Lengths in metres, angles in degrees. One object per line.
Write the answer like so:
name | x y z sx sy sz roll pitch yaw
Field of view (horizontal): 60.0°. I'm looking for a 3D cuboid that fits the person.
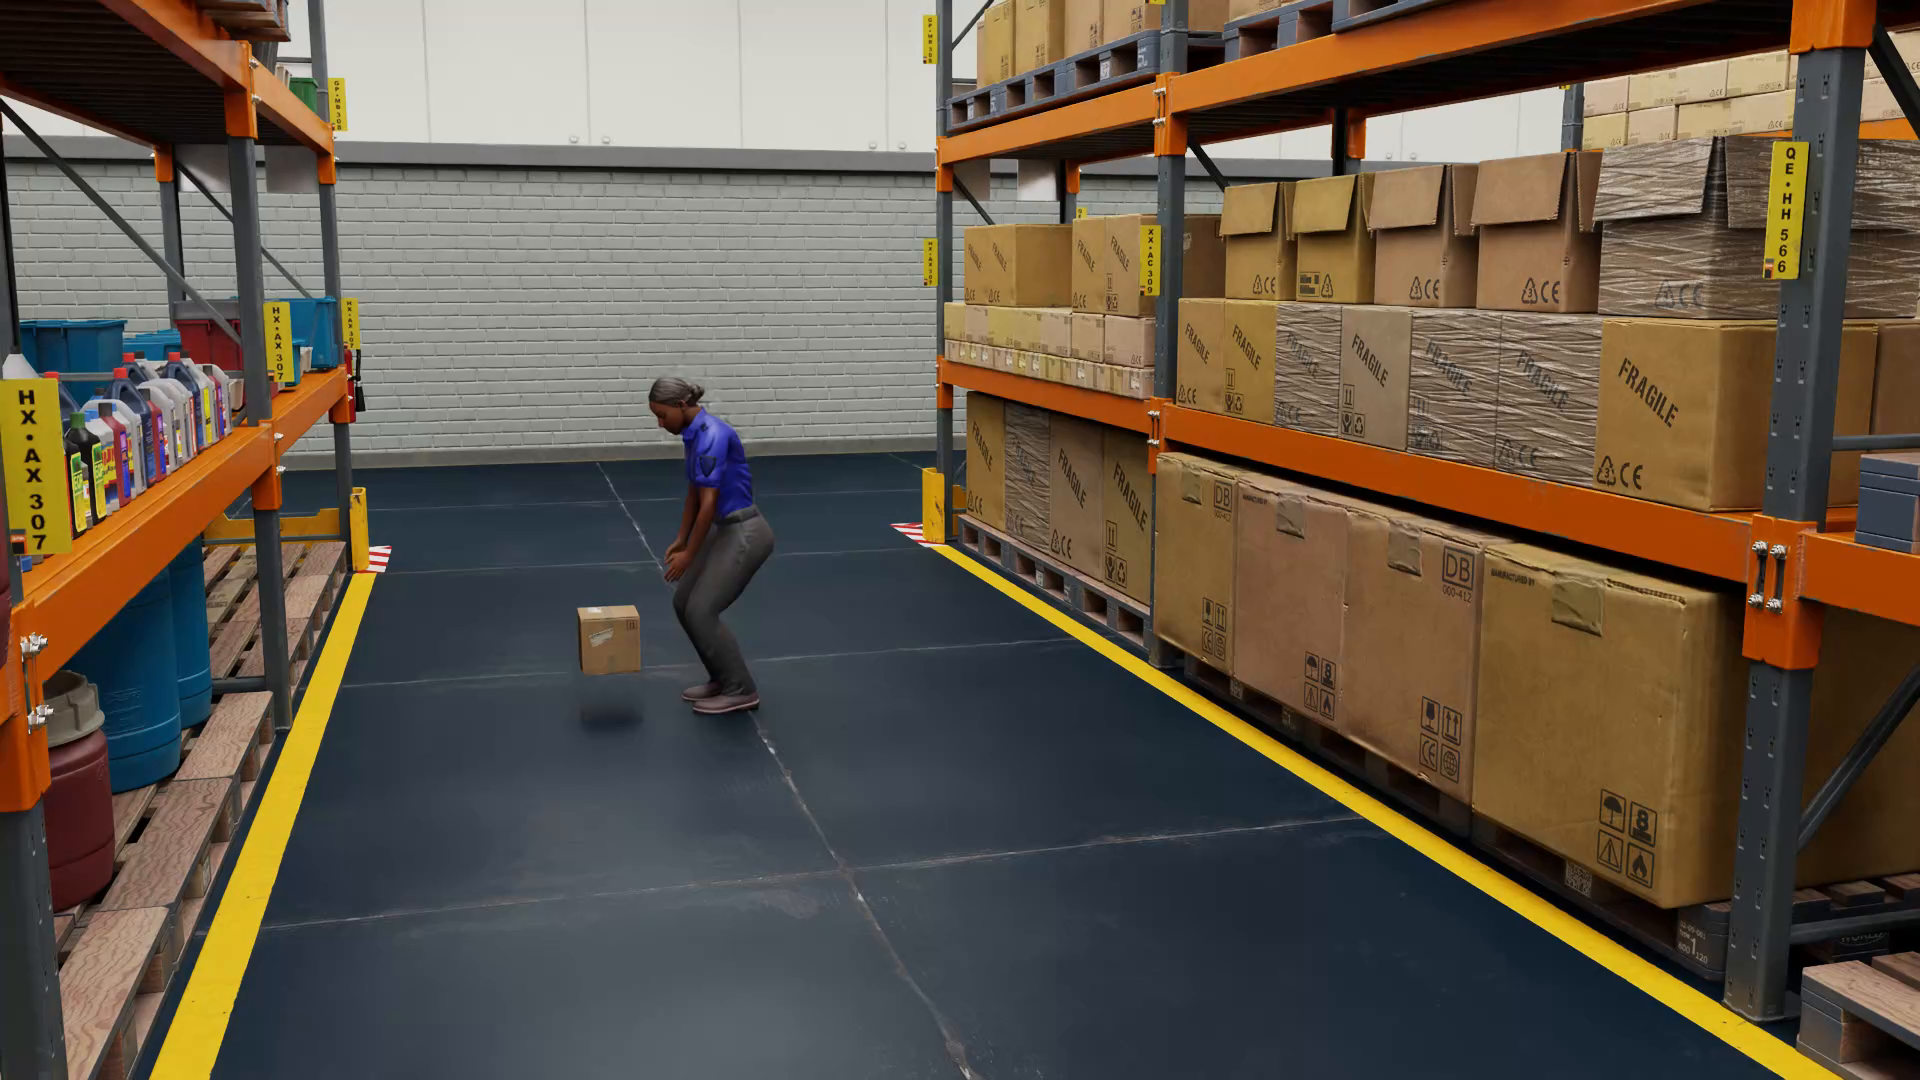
person | -1.085 0.020 7.342 0.534 1.487 0.487 -3 10 -15
